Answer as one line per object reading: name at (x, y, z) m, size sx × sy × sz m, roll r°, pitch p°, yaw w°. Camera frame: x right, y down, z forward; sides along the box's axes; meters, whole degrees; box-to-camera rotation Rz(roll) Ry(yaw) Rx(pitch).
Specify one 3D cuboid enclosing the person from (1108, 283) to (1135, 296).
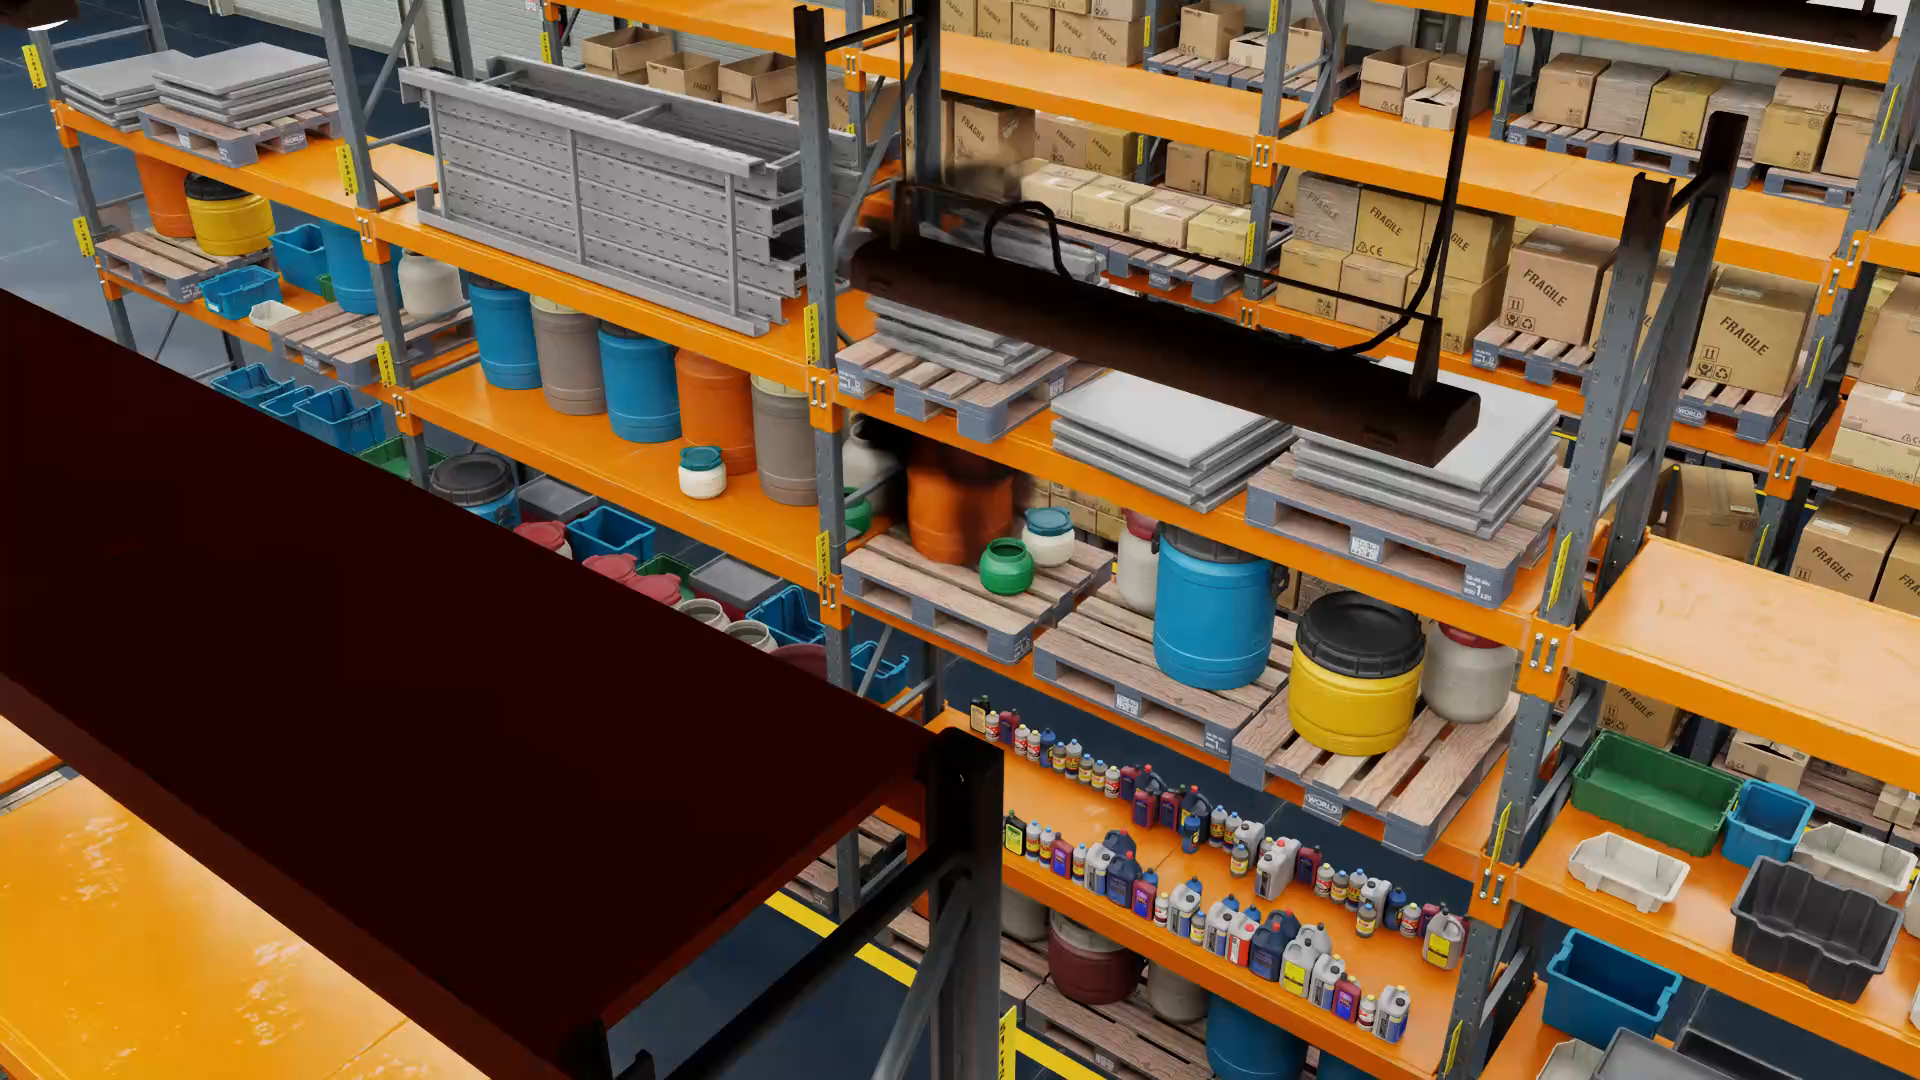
person at (1.689, -2.055, 16.991) m, size 1.001 × 1.751 × 0.667 m, roll 16°, pitch 35°, yaw 24°
